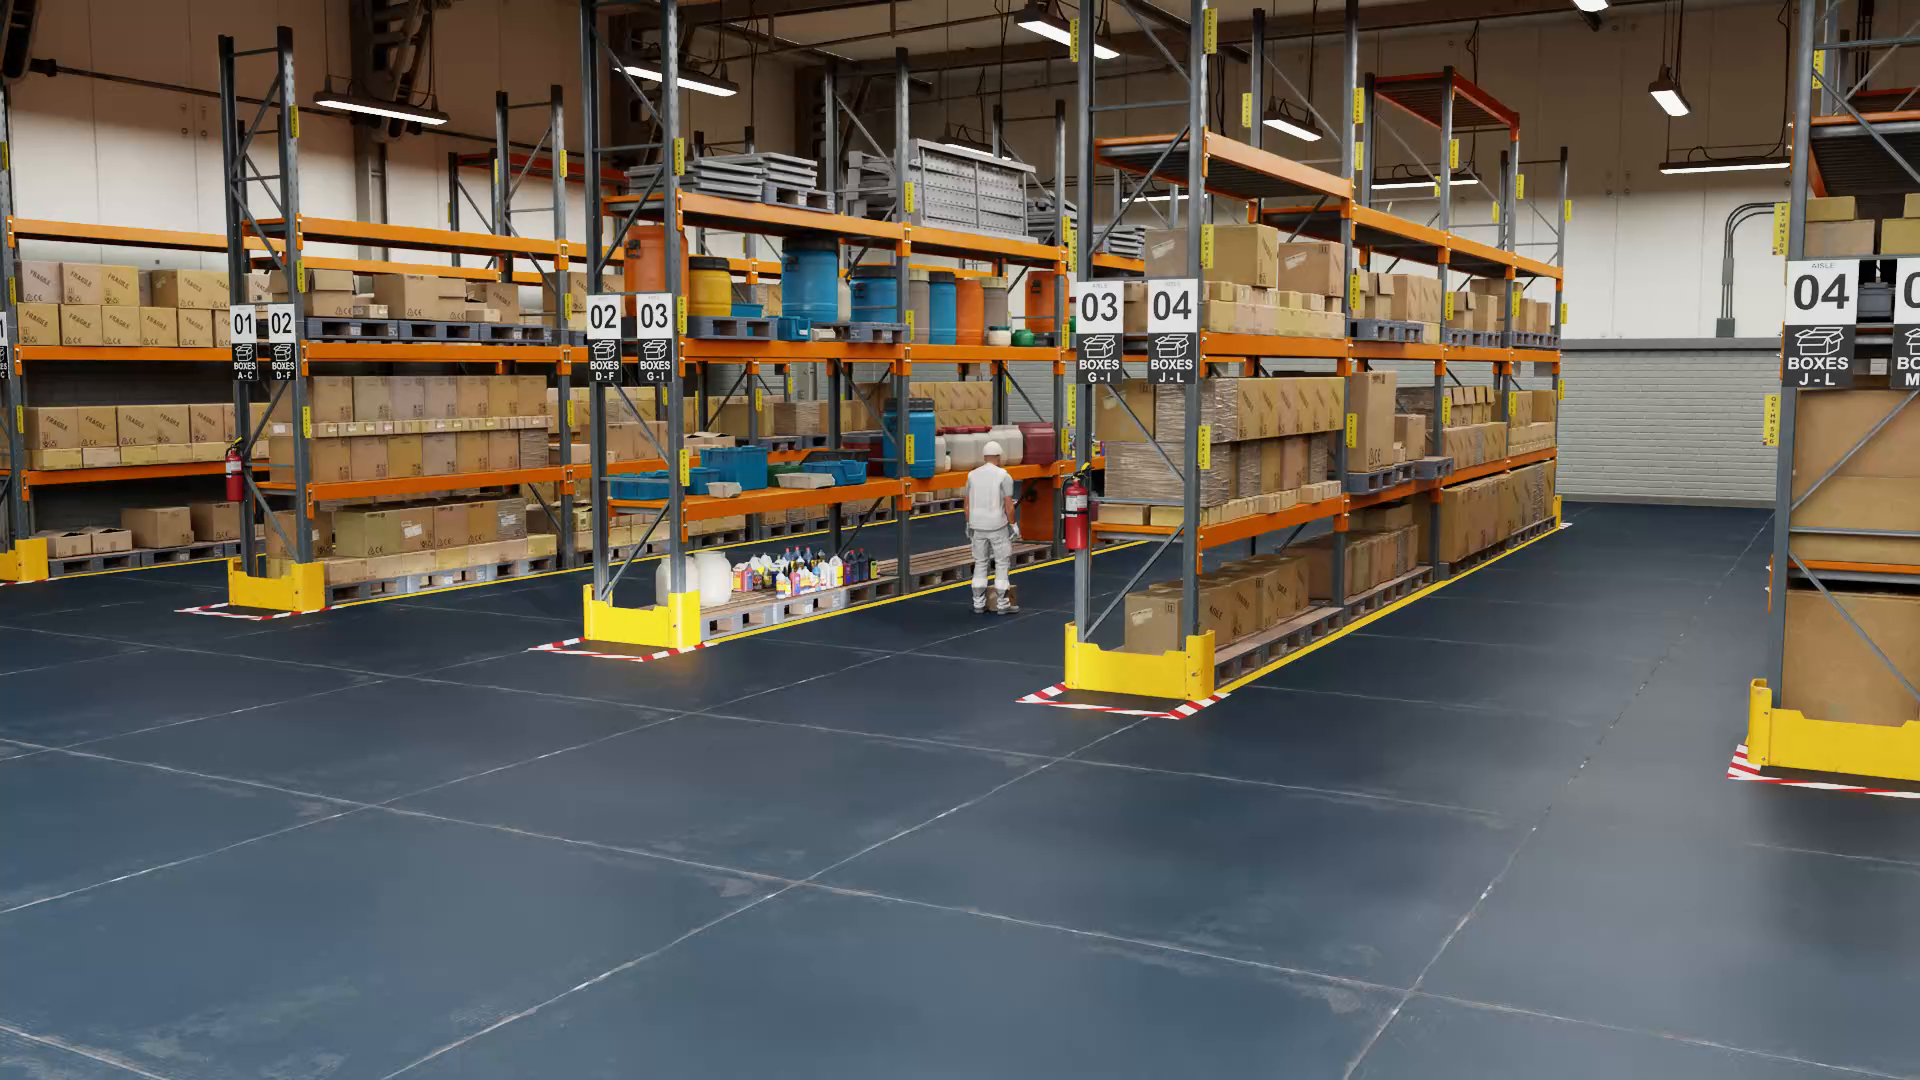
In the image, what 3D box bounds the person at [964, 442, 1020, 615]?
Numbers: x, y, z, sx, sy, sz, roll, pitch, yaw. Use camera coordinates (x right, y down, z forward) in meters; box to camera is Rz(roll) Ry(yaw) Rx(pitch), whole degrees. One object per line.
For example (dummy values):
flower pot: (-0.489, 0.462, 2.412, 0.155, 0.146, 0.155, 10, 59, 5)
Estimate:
person: (0.329, -0.129, 17.254, 0.609, 1.780, 0.448, 3, 7, 29)
